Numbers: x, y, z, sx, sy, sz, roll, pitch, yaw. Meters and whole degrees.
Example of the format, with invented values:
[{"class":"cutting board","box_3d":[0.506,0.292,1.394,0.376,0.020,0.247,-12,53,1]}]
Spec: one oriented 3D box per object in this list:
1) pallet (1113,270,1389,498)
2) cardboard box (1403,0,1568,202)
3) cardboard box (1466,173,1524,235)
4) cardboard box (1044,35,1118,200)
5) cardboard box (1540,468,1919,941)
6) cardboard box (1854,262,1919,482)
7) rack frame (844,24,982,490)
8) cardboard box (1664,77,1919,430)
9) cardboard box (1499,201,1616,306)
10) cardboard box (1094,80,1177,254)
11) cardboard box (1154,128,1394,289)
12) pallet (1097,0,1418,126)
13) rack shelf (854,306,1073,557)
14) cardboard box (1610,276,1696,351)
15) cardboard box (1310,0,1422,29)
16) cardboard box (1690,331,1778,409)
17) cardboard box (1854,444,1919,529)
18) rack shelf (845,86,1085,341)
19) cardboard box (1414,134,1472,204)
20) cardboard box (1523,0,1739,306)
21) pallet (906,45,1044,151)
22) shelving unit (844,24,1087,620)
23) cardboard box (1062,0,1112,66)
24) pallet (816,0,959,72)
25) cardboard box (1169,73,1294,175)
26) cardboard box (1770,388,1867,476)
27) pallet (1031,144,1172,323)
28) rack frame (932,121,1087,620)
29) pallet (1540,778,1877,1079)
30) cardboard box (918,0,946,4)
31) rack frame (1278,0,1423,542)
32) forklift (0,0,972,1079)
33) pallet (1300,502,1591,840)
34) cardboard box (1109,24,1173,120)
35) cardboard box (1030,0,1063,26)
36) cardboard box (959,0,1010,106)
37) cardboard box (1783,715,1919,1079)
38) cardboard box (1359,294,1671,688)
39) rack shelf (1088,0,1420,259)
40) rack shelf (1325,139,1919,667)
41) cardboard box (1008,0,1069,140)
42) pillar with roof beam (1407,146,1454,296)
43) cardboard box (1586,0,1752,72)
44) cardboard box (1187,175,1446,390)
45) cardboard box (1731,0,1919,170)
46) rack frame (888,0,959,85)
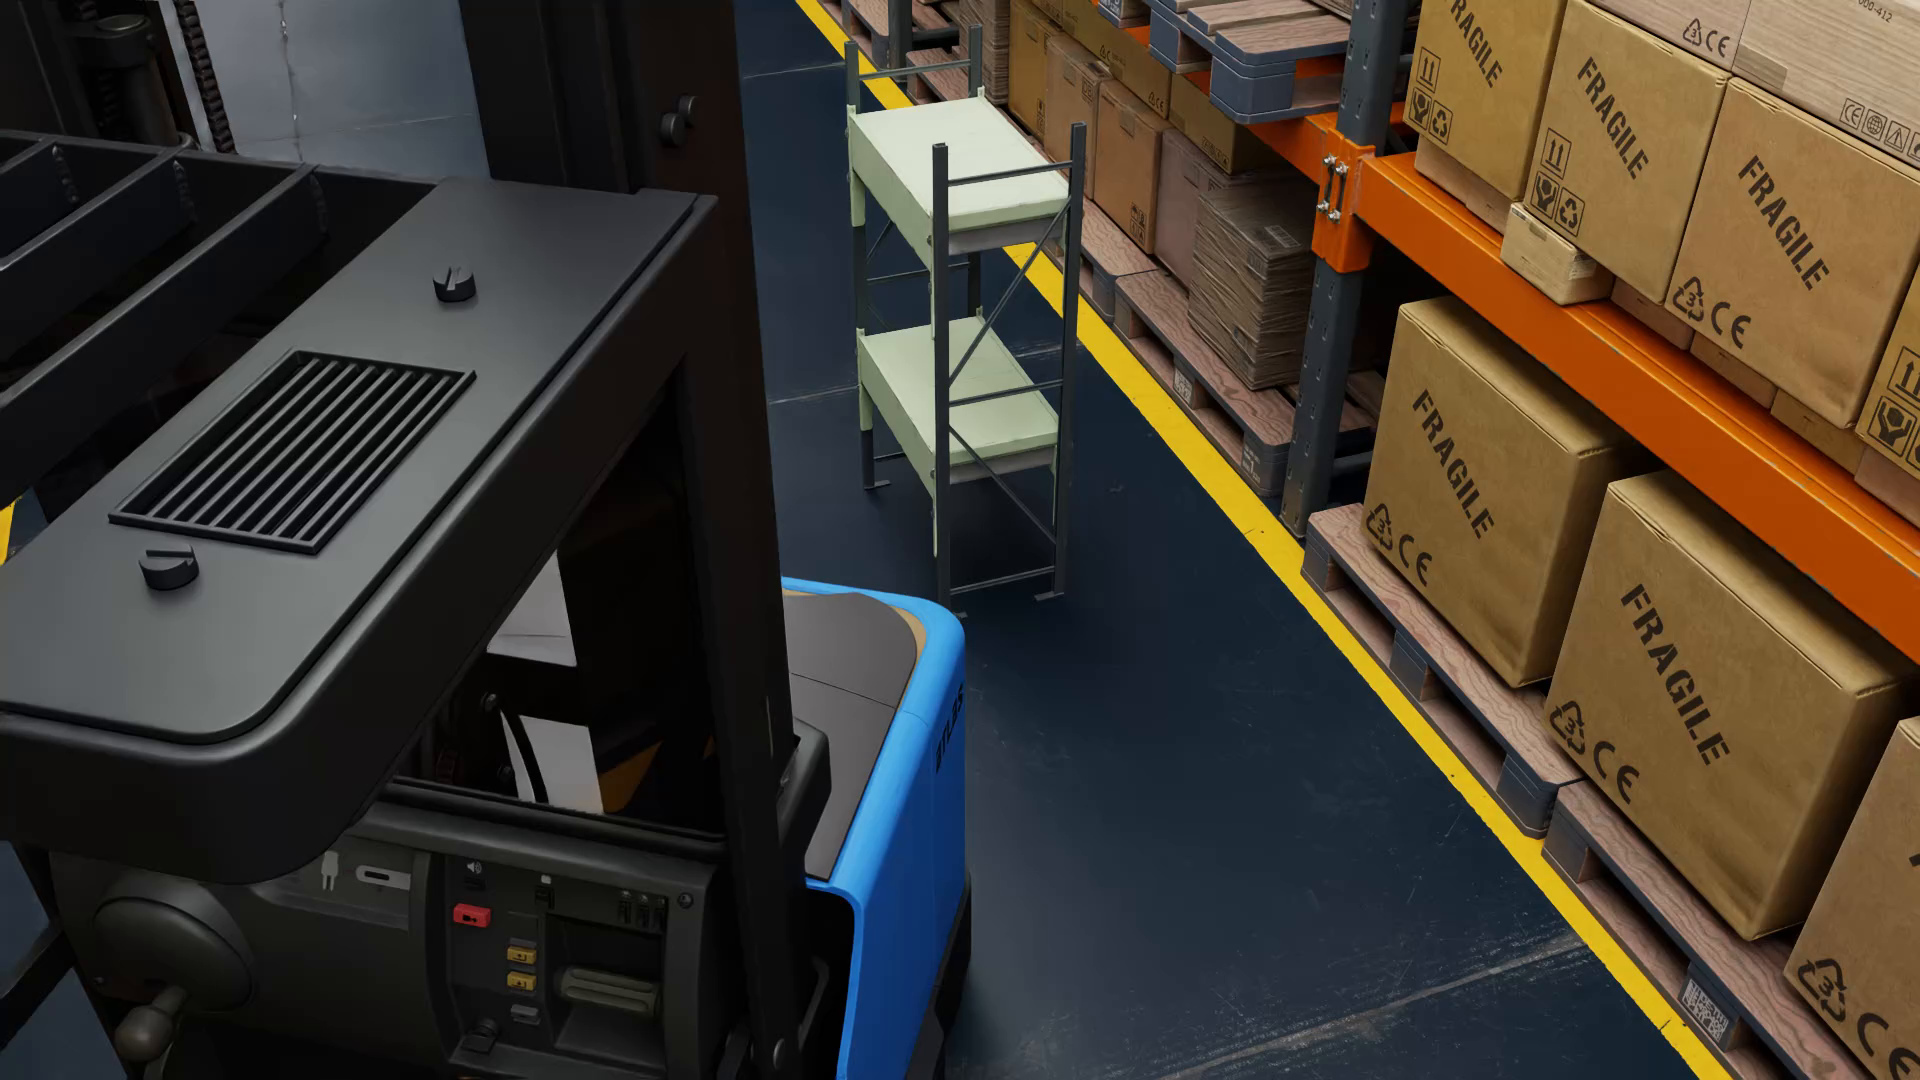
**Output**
[{"class":"pallet","box_3d":[1.246,-0.660,5.950,1.003,0.211,1.213,-12,39,-16]},{"class":"cardboard box","box_3d":[1.440,-1.171,3.964,0.500,0.500,0.500,-11,38,-15]},{"class":"cardboard box","box_3d":[1.488,-0.861,4.092,0.380,0.149,0.250,-12,39,-15]},{"class":"cardboard box","box_3d":[0.768,-1.778,6.829,0.700,0.500,0.500,-12,39,-15]},{"class":"cardboard box","box_3d":[1.939,0.298,3.799,0.750,0.750,0.750,-13,39,-16]},{"class":"cardboard box","box_3d":[1.968,-0.300,2.808,0.500,0.500,0.500,-11,38,-15]},{"class":"rack frame","box_3d":[-0.128,-0.810,5.078,0.400,1.500,0.023,-12,39,-16]},{"class":"cardboard box","box_3d":[1.781,-0.593,3.197,0.500,0.500,0.500,-13,39,-16]},{"class":"cardboard box","box_3d":[1.500,-0.693,3.870,0.380,0.149,0.250,-11,38,-15]},{"class":"cardboard box","box_3d":[0.951,-1.495,6.453,0.700,0.500,0.500,-13,39,-16]},{"class":"cardboard box","box_3d":[1.148,-1.220,6.088,0.700,0.500,0.500,-13,39,-16]},{"class":"pallet","box_3d":[1.168,-1.635,5.088,1.213,0.211,1.003,-12,39,-16]},{"class":"rack shelf","box_3d":[-0.002,-0.342,5.000,0.431,0.370,0.720,-12,39,-16]},{"class":"cardboard box","box_3d":[1.702,-0.577,3.715,0.380,0.149,0.250,-13,39,-16]},{"class":"cardboard box","box_3d":[1.342,-1.811,4.712,0.700,0.500,0.500,-17,40,-21]},{"class":"cardboard box","box_3d":[1.799,-0.432,3.523,0.380,0.149,0.250,-12,39,-15]},{"class":"cardboard box","box_3d":[1.947,-0.141,3.136,0.380,0.149,0.250,-12,39,-16]},{"class":"rack shelf","box_3d":[-0.002,-0.915,4.569,0.431,0.370,0.720,-12,39,-16]},{"class":"cardboard box","box_3d":[1.409,-1.005,4.284,0.380,0.149,0.250,-13,39,-17]},{"class":"cardboard box","box_3d":[1.612,-0.873,3.569,0.500,0.500,0.500,-11,38,-14]},{"class":"pallet","box_3d":[0.406,-2.038,7.780,1.003,0.211,1.213,-12,39,-16]},{"class":"shelving unit","box_3d":[-0.002,-0.603,4.804,0.431,1.500,0.755,-12,39,-16]},{"class":"cardboard box","box_3d":[0.743,-2.114,6.653,0.500,0.250,0.500,-14,39,-17]},{"class":"pallet","box_3d":[-0.128,-2.849,8.858,1.003,0.211,1.213,-12,39,-16]},{"class":"cardboard box","box_3d":[1.079,-1.539,5.889,0.500,0.250,0.500,-12,39,-15]},{"class":"cardboard box","box_3d":[1.878,-0.284,3.326,0.380,0.149,0.250,-12,39,-15]},{"class":"pallet","box_3d":[0.830,-1.348,6.864,1.003,0.211,1.213,-12,39,-16]},{"class":"rack frame","box_3d":[0.124,-0.396,4.529,0.400,1.500,0.023,-12,39,-16]},{"class":"pallet","box_3d":[2.130,0.931,3.838,1.003,0.211,1.213,-12,39,-16]},{"class":"cardboard box","box_3d":[-0.076,-2.931,8.638,0.380,0.166,0.250,-18,40,-22]},{"class":"rack frame","box_3d":[1.513,-1.332,4.525,1.000,3.000,0.127,-12,39,-16]},{"class":"forklift","box_3d":[-0.820,0.604,2.012,1.130,2.935,3.031,8,38,11]},{"class":"pallet","box_3d":[1.714,0.243,4.752,1.003,0.211,1.213,-12,39,-16]},{"class":"cardboard box","box_3d":[0.897,-1.829,6.273,0.500,0.250,0.500,-13,39,-16]},{"class":"cardboard box","box_3d":[0.560,-2.408,7.042,0.500,0.250,0.500,-13,39,-17]},{"class":"cardboard box","box_3d":[0.406,-2.356,7.597,0.700,0.500,0.500,-11,38,-14]},{"class":"cardboard box","box_3d":[2.235,0.777,3.163,0.750,0.750,0.750,-11,38,-15]},{"class":"cardboard box","box_3d":[1.643,-0.198,4.458,0.750,0.750,0.750,-13,39,-17]},{"class":"rack shelf","box_3d":[0.825,-2.174,6.241,1.077,0.370,4.000,-12,39,-16]},{"class":"rack shelf","box_3d":[2.201,0.086,3.241,1.077,0.370,4.000,-12,39,-16]},{"class":"cardboard box","box_3d":[0.631,-2.075,7.223,0.700,0.500,0.500,-13,39,-17]},{"class":"pillar with roof beam","box_3d":[-2.164,-3.750,2.749,9.100,9.000,0.400,-12,39,-16]},{"class":"cardboard box","box_3d":[1.613,-1.185,3.359,0.500,0.250,0.500,-13,39,-17]},{"class":"cardboard box","box_3d":[1.216,-0.905,5.670,0.700,0.500,0.500,-12,39,-15]},{"class":"cardboard box","box_3d":[1.789,-0.903,2.985,0.500,0.250,0.500,-12,39,-16]},{"class":"rack frame","box_3d":[0.137,-3.591,7.525,1.000,3.000,0.127,-12,39,-16]}]
